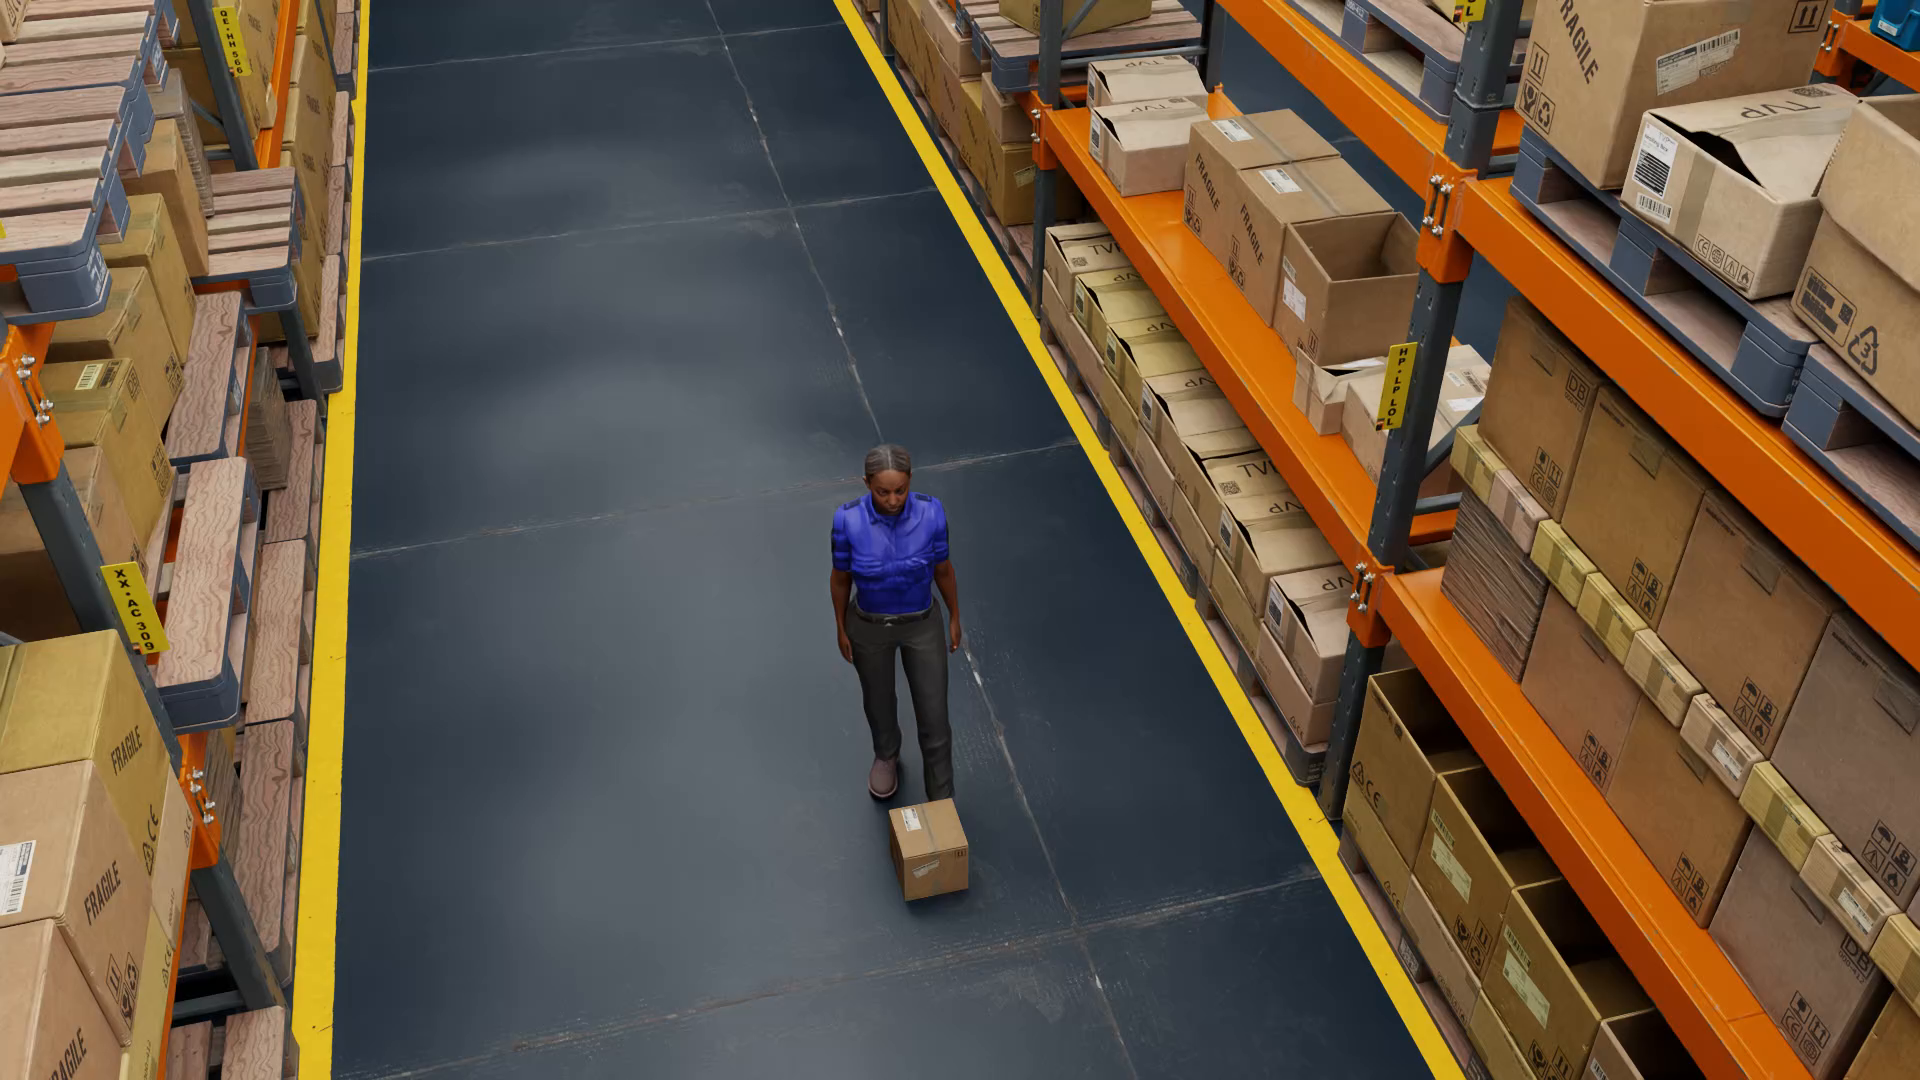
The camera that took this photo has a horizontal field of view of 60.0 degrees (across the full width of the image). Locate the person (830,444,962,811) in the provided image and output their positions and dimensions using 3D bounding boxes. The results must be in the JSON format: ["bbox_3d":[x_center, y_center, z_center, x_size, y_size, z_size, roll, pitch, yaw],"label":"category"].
[{"bbox_3d":[-0.236,0.406,6.190,0.464,1.654,0.603,-3,39,-4],"label":"person"}]
